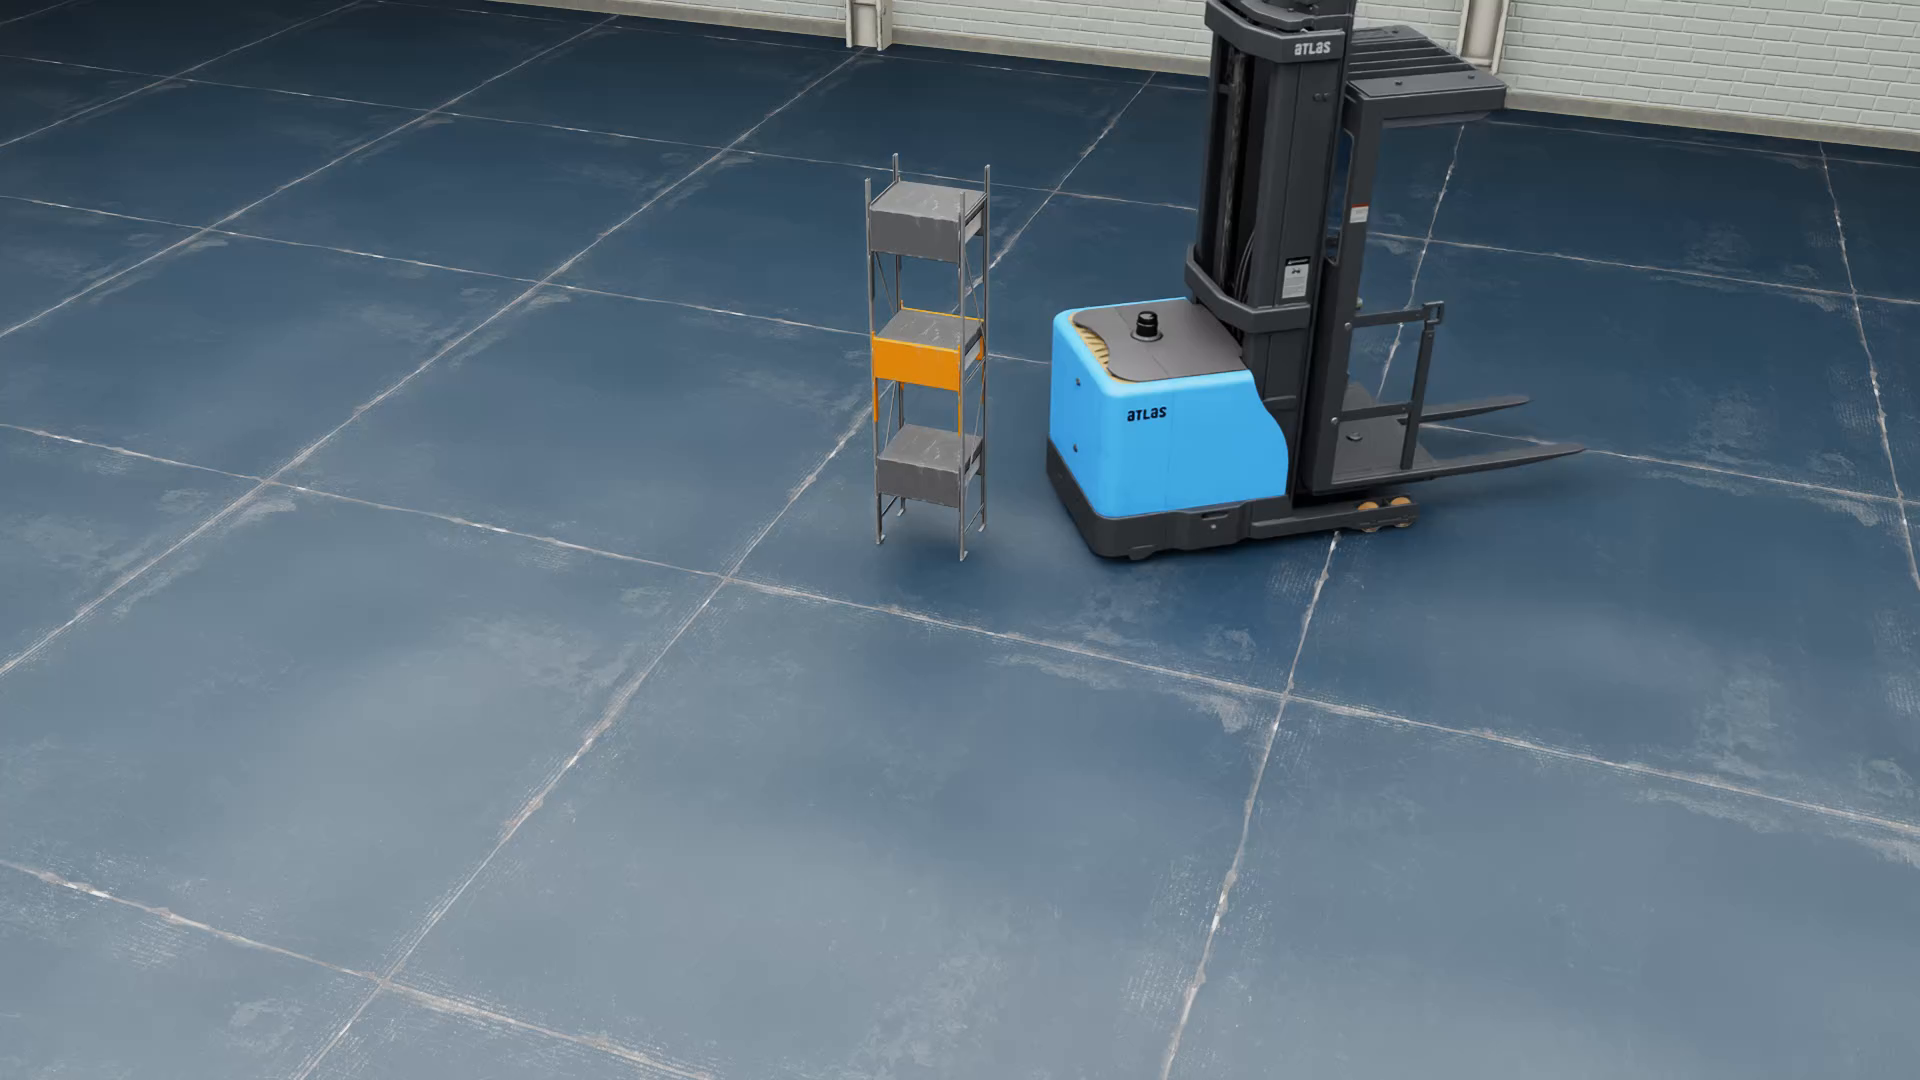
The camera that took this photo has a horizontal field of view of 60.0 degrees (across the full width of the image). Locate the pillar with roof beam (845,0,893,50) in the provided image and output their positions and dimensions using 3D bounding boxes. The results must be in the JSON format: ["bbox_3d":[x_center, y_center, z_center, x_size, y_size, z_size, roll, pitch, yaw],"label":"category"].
[{"bbox_3d":[-2.381,-6.684,11.275,0.400,9.000,9.100,11,34,16],"label":"pillar with roof beam"}]

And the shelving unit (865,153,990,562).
[{"bbox_3d":[-0.156,-0.912,8.695,0.503,2.100,0.431,11,34,16],"label":"shelving unit"}]

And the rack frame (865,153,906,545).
[{"bbox_3d":[-0.386,-0.957,8.765,0.015,2.100,0.400,11,34,16],"label":"rack frame"}]

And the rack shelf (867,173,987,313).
[{"bbox_3d":[-0.156,-1.489,8.323,0.480,0.518,0.431,11,34,16],"label":"rack shelf"}]

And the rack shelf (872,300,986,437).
[{"bbox_3d":[-0.156,-0.901,8.703,0.480,0.518,0.431,11,34,16],"label":"rack shelf"}]

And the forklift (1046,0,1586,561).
[{"bbox_3d":[2.077,-1.545,8.909,3.031,2.935,1.130,-8,34,-12],"label":"forklift"}]

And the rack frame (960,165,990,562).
[{"bbox_3d":[0.074,-0.868,8.626,0.015,2.100,0.400,11,34,16],"label":"rack frame"}]

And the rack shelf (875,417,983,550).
[{"bbox_3d":[-0.156,-0.313,9.083,0.480,0.518,0.431,11,34,16],"label":"rack shelf"}]

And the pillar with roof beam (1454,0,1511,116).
[{"bbox_3d":[3.267,-5.586,9.574,0.400,9.000,9.100,11,34,16],"label":"pillar with roof beam"}]
